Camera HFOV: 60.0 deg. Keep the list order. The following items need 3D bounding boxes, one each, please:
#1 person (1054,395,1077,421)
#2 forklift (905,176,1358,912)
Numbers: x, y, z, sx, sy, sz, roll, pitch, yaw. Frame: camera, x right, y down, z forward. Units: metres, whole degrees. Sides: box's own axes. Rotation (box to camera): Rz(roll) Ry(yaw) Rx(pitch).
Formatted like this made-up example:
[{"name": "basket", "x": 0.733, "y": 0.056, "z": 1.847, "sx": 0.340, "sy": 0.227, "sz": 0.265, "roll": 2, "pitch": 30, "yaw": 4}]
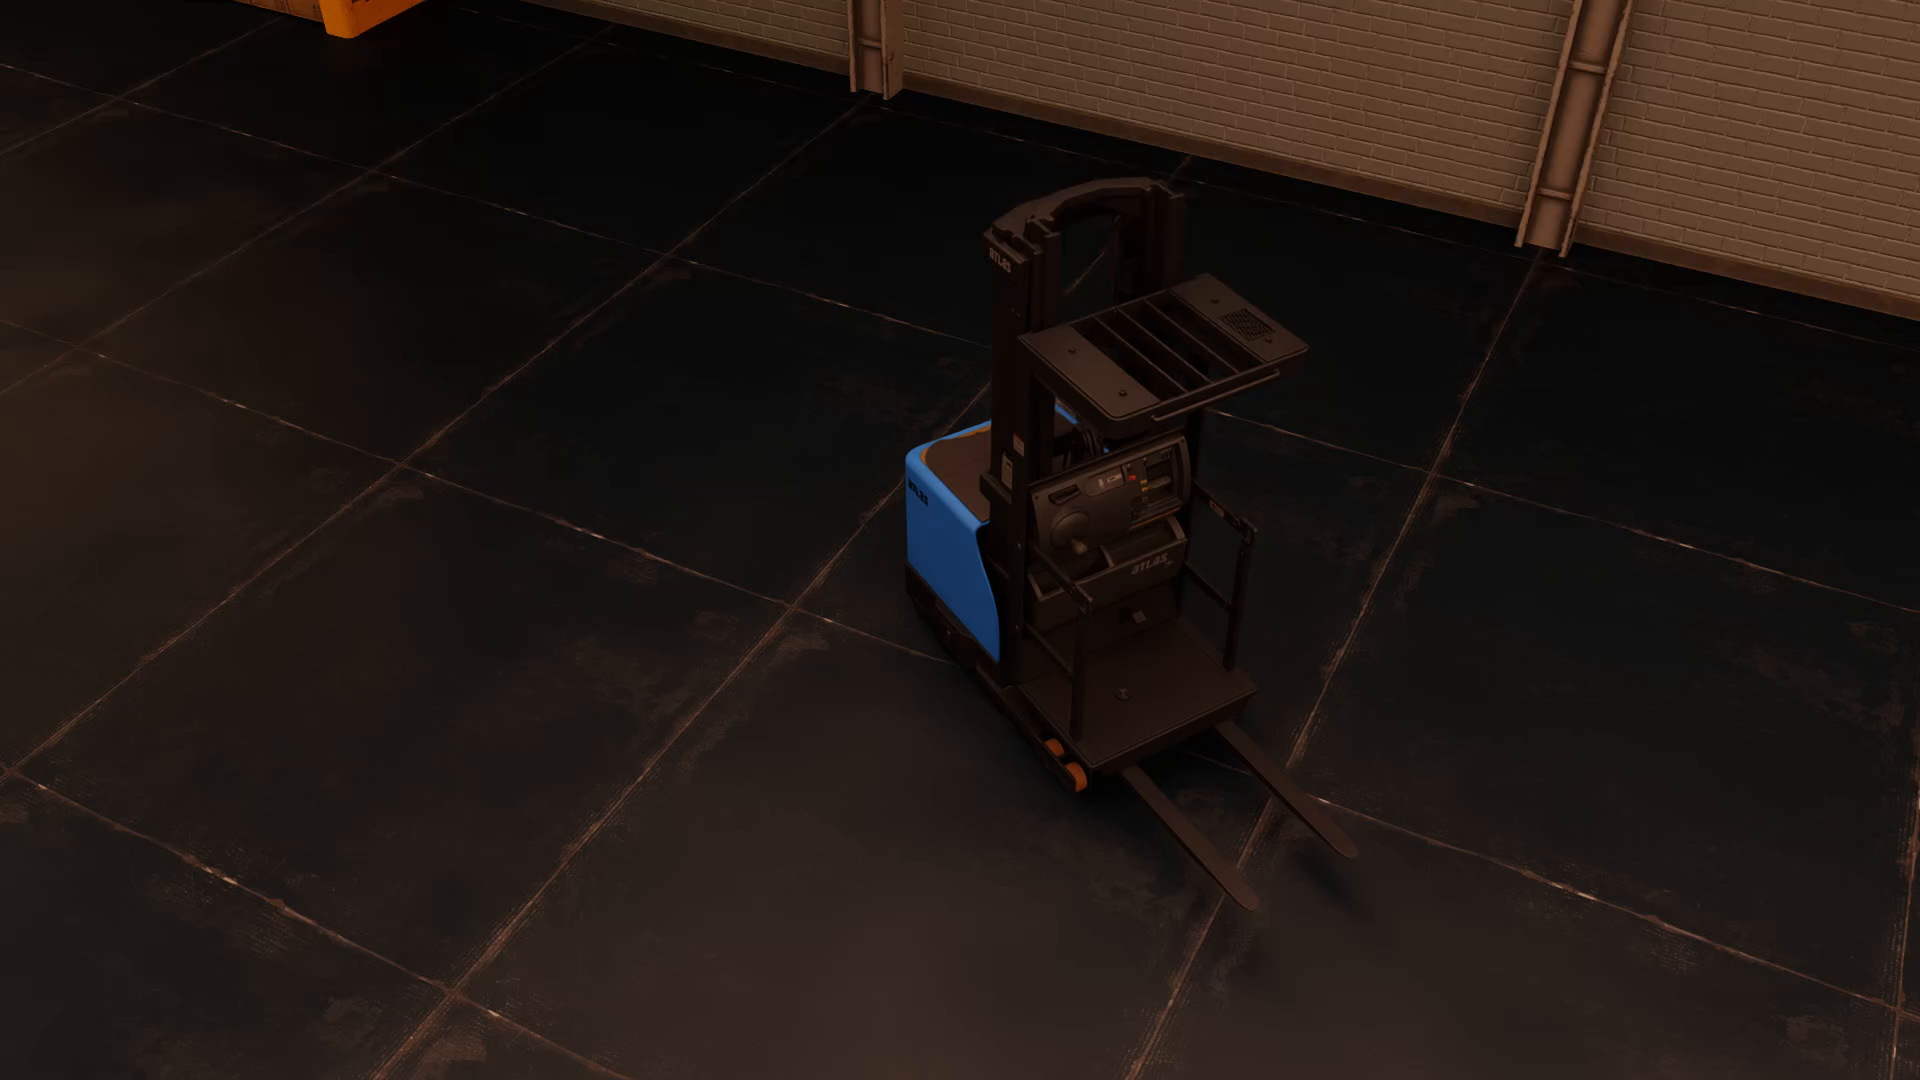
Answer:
[{"name": "person", "x": 0.578, "y": -0.486, "z": 9.720, "sx": 0.694, "sy": 1.425, "sz": 0.662, "roll": -29, "pitch": 48, "yaw": -30}, {"name": "forklift", "x": 0.873, "y": -0.144, "z": 8.157, "sx": 1.130, "sy": 2.935, "sz": 3.031, "roll": -21, "pitch": 45, "yaw": -23}]
